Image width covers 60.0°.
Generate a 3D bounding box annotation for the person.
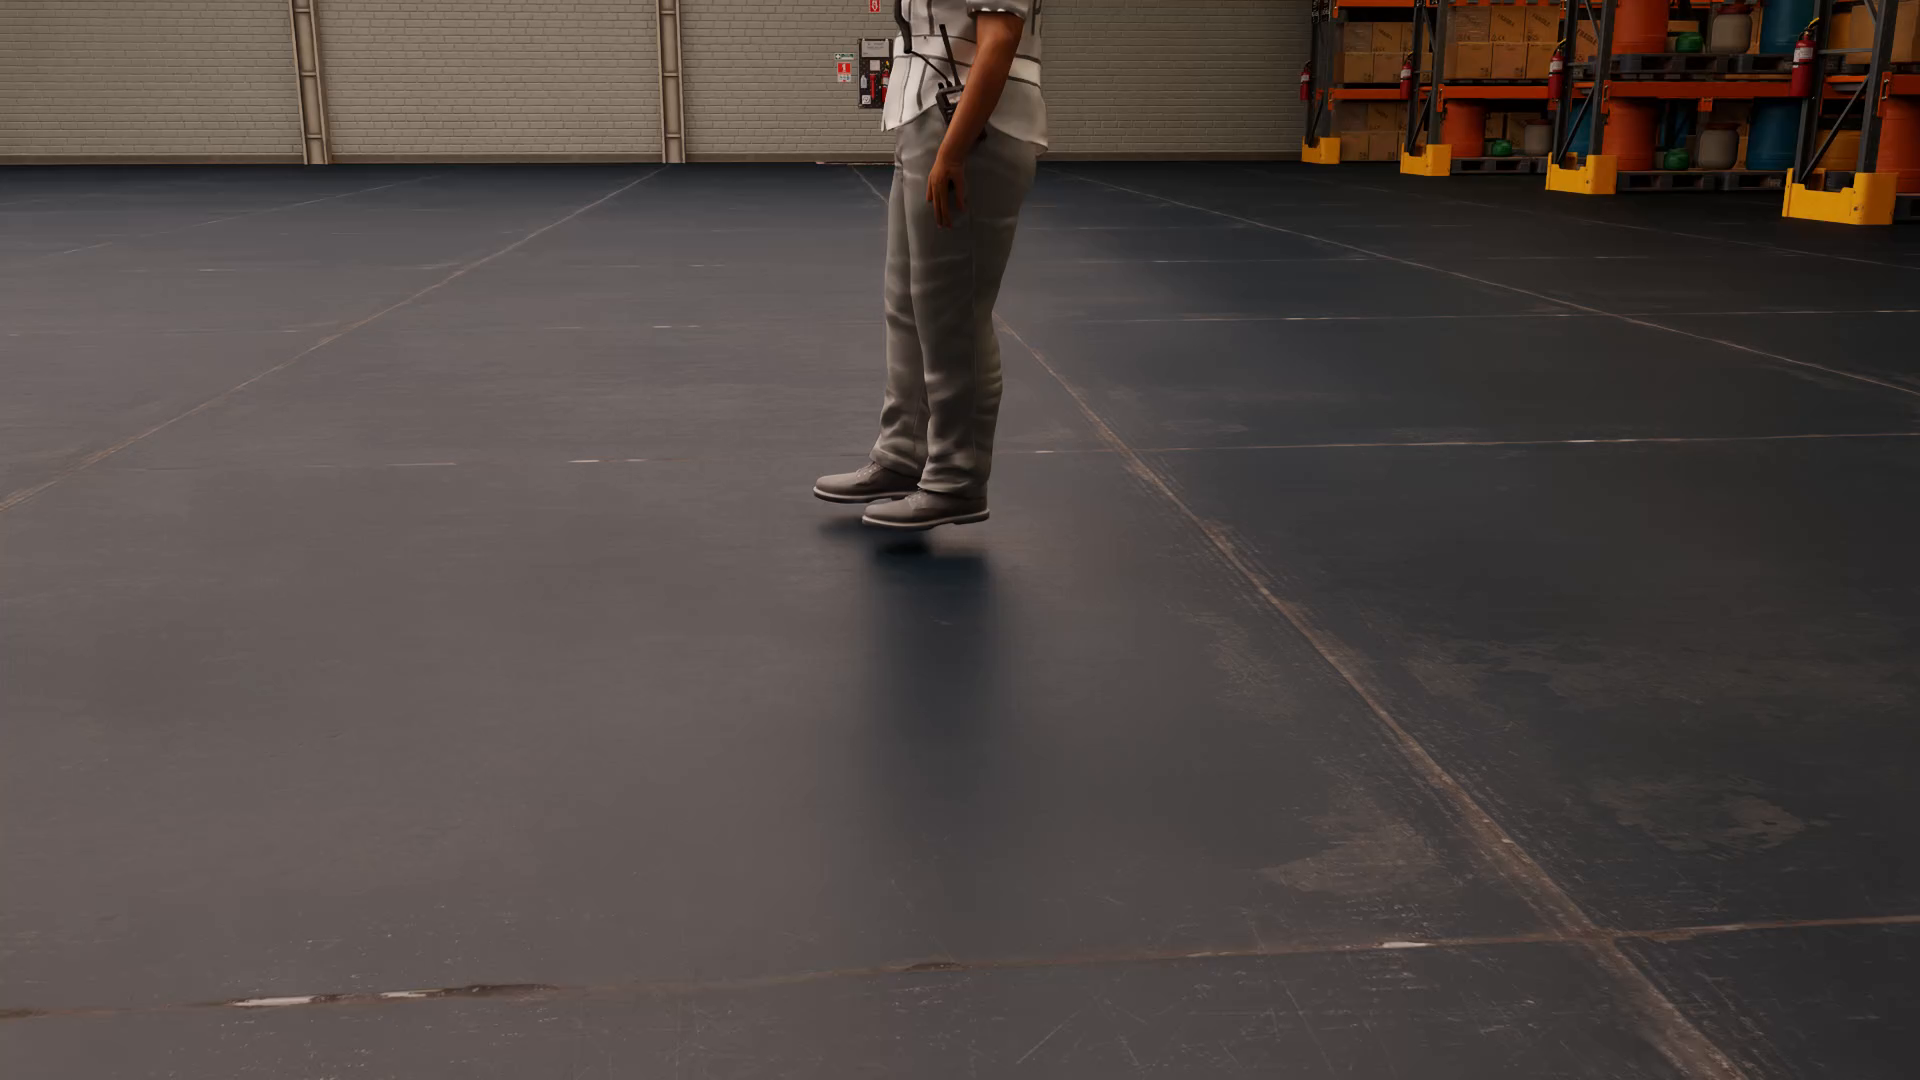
[{"bbox_3d":[-0.078,-0.856,3.726,0.528,1.669,0.598,-1,15,-5],"label":"person"}]
